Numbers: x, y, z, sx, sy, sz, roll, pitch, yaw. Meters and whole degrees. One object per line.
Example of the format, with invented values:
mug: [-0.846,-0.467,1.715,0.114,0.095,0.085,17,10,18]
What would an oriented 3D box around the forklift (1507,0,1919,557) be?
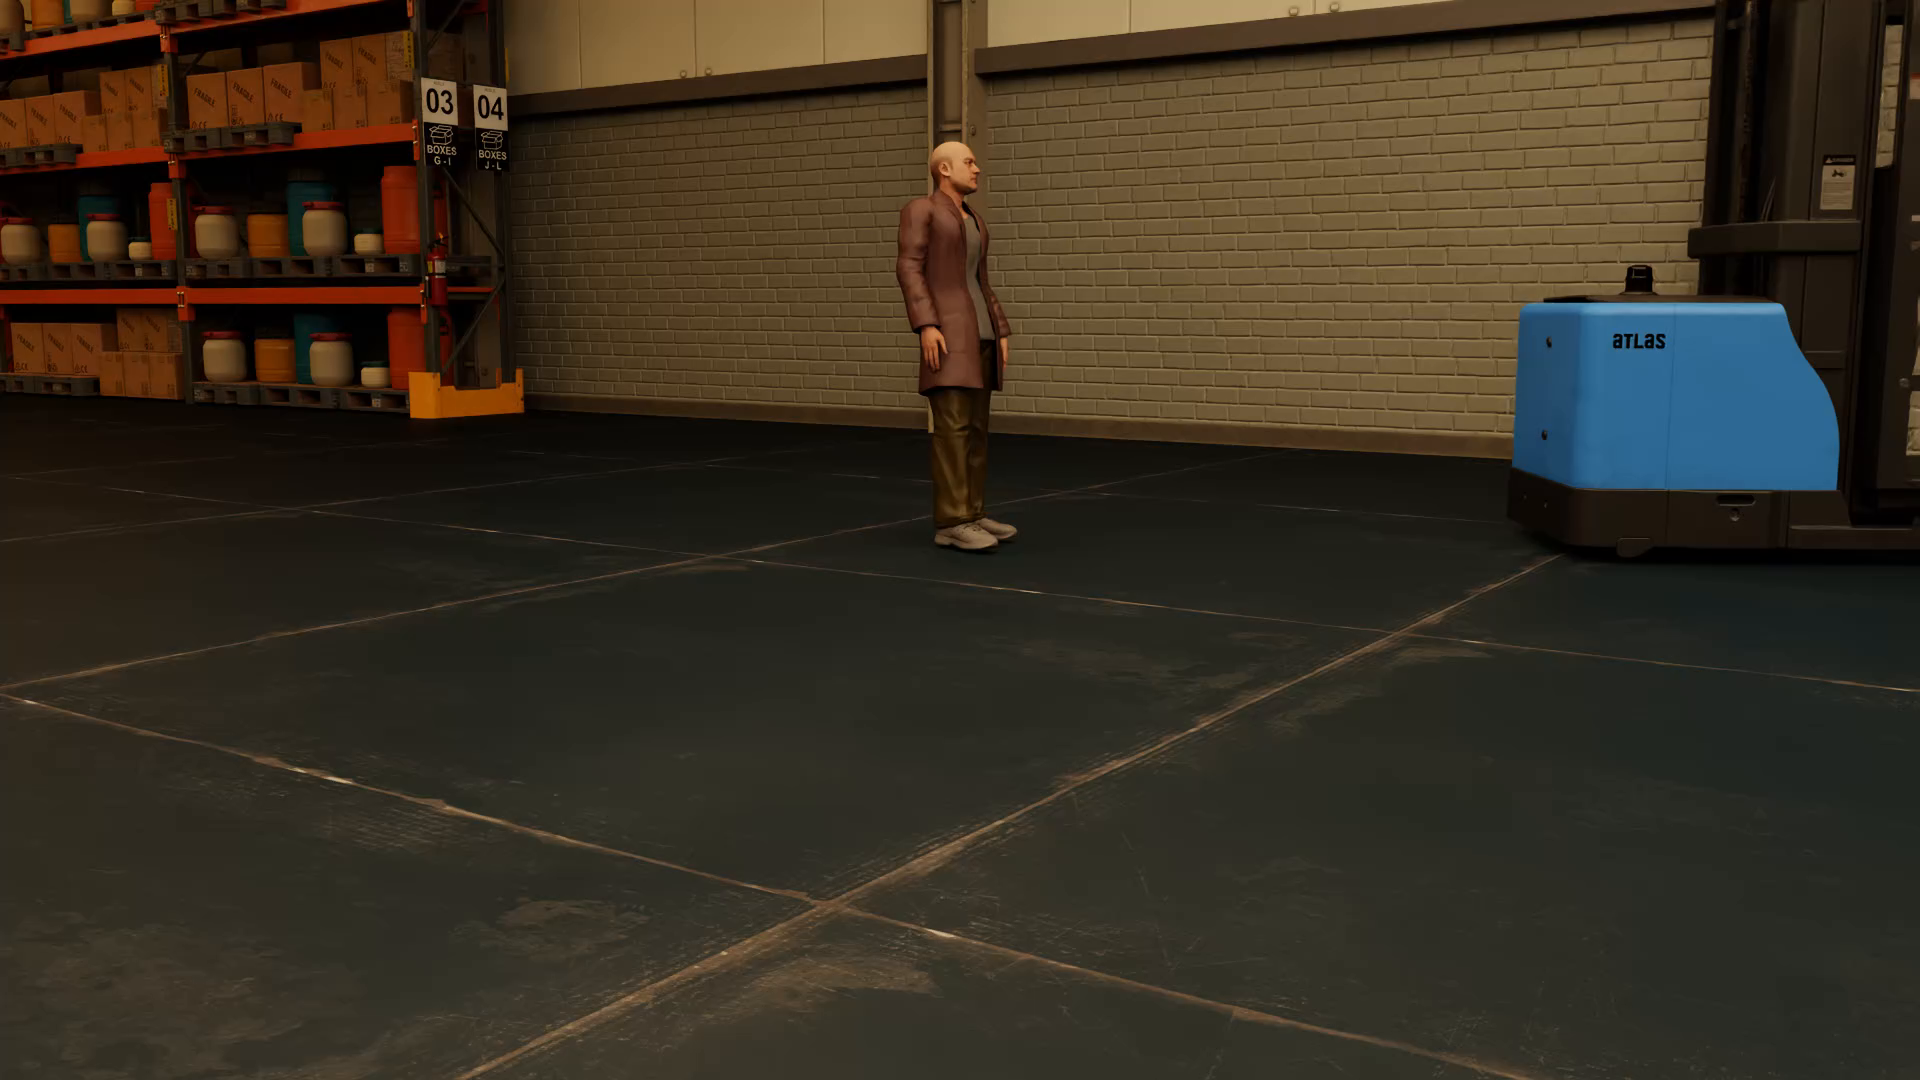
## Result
forklift: [4.071,-1.415,7.146,3.031,2.935,1.130,0,8,2]

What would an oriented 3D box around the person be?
person: [0.074,-0.880,7.423,0.579,1.778,0.698,5,10,34]
